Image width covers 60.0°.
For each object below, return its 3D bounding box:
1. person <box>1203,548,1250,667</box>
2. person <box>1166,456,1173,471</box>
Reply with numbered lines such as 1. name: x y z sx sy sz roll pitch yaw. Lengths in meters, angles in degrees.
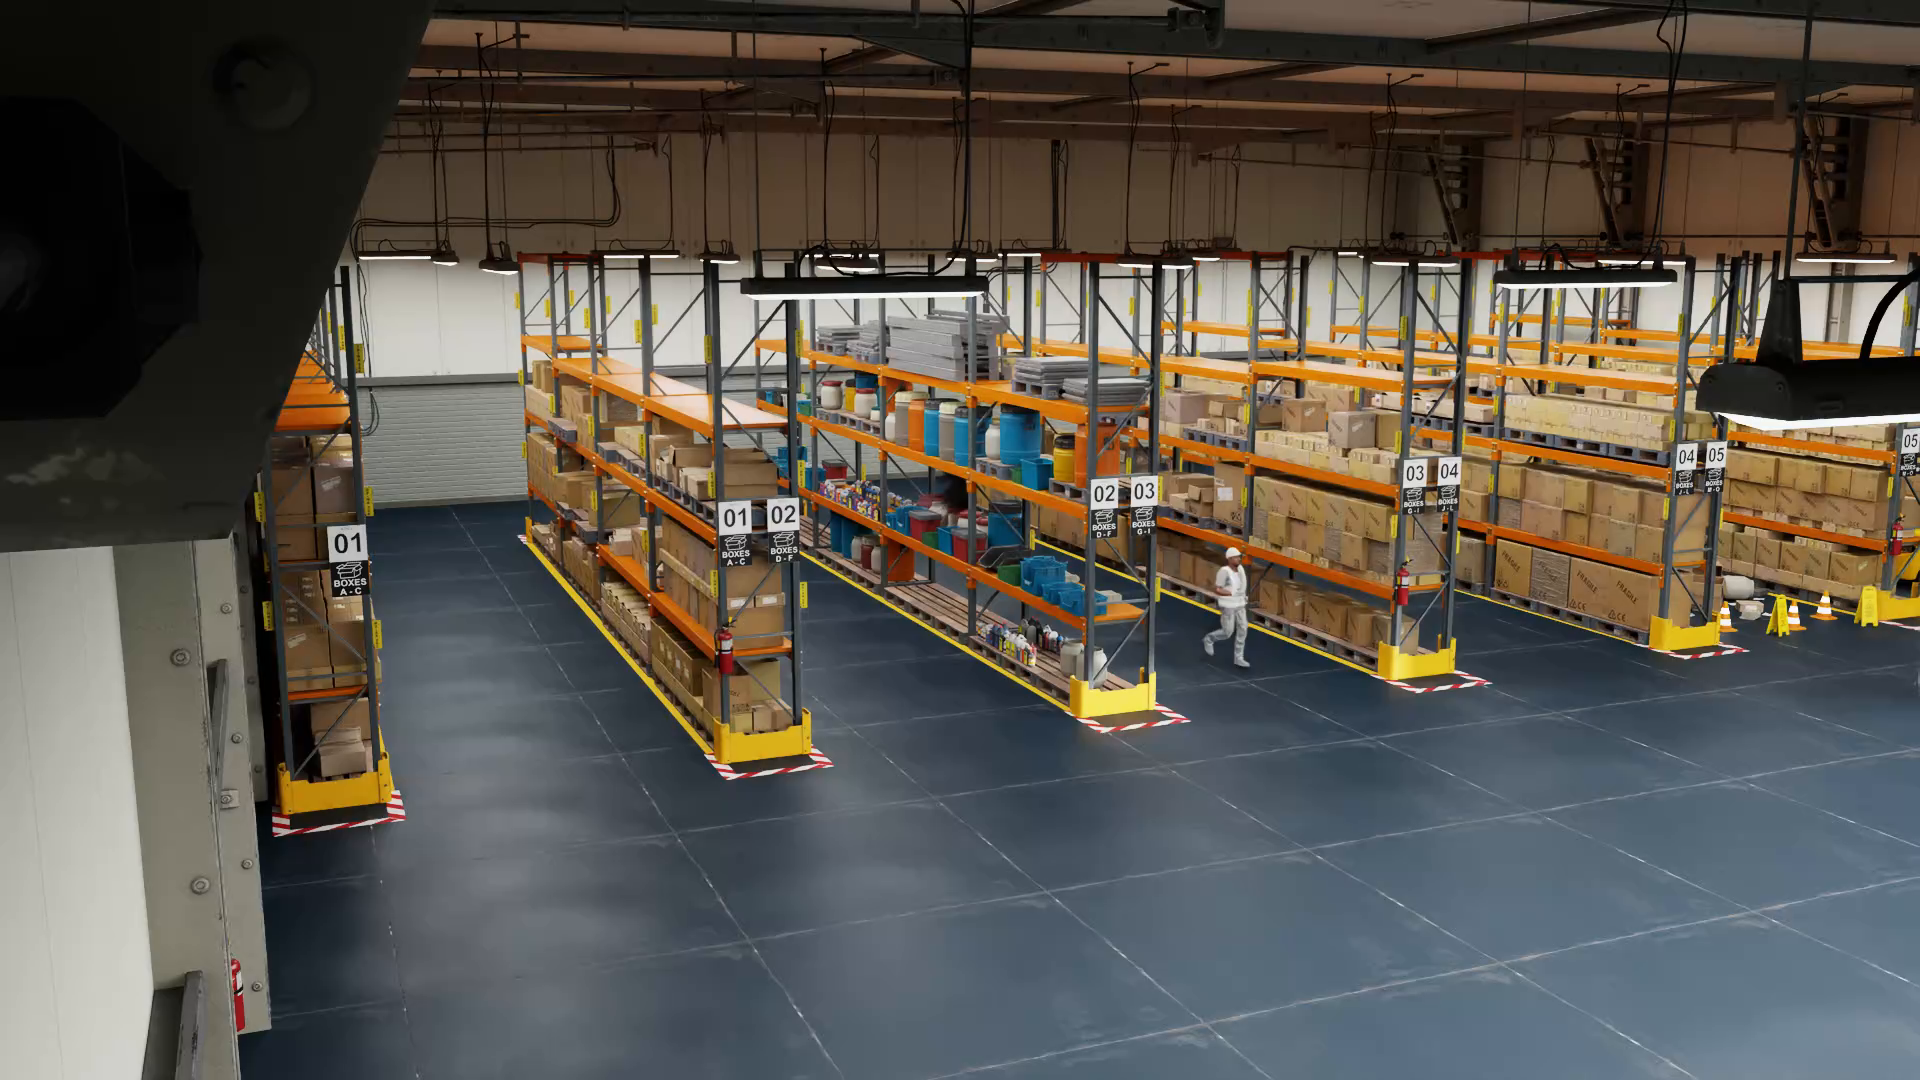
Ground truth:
1. person: 4.015 0.976 24.763 0.699 1.759 0.847 -9 14 -41
2. person: 5.426 -2.082 41.923 0.718 1.626 0.569 -9 14 -40
